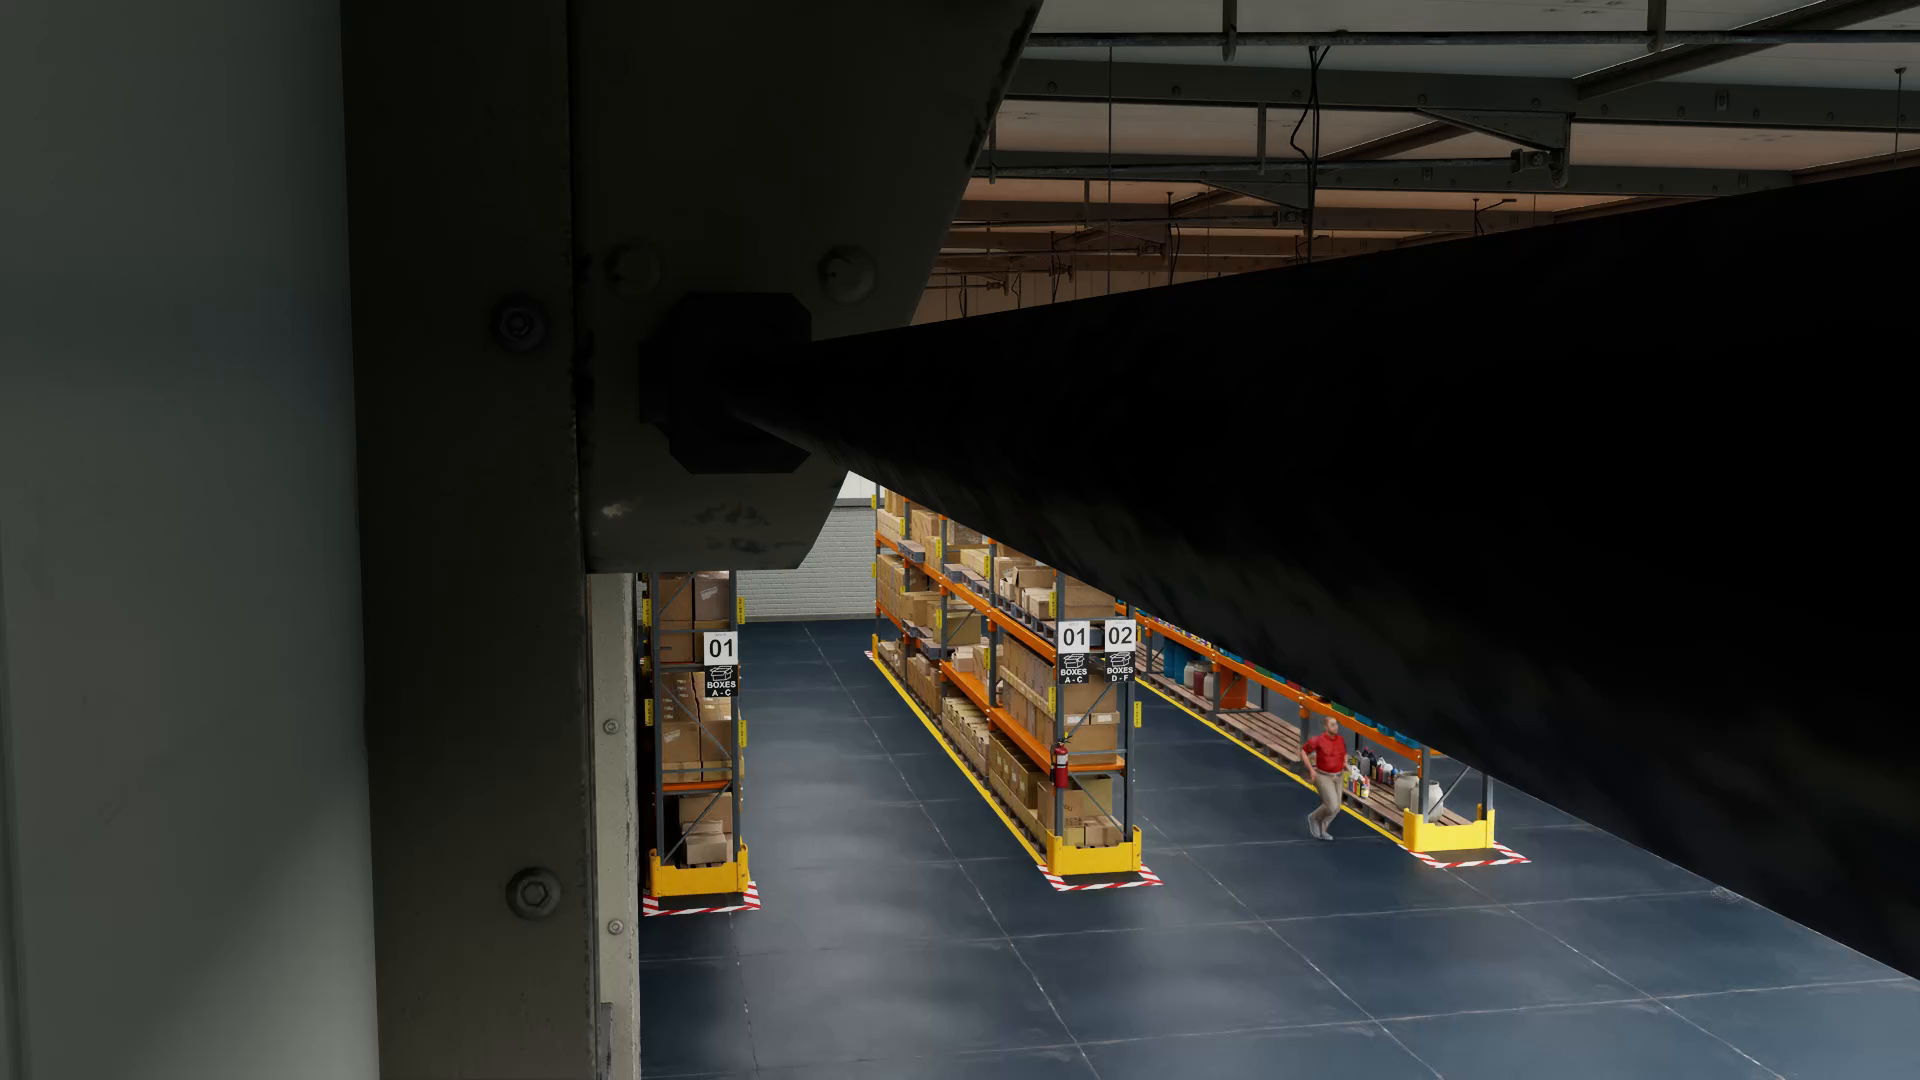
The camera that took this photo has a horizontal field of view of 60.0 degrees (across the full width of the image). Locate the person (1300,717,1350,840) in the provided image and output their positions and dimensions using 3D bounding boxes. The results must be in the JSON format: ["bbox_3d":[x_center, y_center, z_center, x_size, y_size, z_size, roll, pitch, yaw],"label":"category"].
[{"bbox_3d":[4.965,3.209,22.267,0.648,1.672,0.587,-3,7,-28],"label":"person"}]
